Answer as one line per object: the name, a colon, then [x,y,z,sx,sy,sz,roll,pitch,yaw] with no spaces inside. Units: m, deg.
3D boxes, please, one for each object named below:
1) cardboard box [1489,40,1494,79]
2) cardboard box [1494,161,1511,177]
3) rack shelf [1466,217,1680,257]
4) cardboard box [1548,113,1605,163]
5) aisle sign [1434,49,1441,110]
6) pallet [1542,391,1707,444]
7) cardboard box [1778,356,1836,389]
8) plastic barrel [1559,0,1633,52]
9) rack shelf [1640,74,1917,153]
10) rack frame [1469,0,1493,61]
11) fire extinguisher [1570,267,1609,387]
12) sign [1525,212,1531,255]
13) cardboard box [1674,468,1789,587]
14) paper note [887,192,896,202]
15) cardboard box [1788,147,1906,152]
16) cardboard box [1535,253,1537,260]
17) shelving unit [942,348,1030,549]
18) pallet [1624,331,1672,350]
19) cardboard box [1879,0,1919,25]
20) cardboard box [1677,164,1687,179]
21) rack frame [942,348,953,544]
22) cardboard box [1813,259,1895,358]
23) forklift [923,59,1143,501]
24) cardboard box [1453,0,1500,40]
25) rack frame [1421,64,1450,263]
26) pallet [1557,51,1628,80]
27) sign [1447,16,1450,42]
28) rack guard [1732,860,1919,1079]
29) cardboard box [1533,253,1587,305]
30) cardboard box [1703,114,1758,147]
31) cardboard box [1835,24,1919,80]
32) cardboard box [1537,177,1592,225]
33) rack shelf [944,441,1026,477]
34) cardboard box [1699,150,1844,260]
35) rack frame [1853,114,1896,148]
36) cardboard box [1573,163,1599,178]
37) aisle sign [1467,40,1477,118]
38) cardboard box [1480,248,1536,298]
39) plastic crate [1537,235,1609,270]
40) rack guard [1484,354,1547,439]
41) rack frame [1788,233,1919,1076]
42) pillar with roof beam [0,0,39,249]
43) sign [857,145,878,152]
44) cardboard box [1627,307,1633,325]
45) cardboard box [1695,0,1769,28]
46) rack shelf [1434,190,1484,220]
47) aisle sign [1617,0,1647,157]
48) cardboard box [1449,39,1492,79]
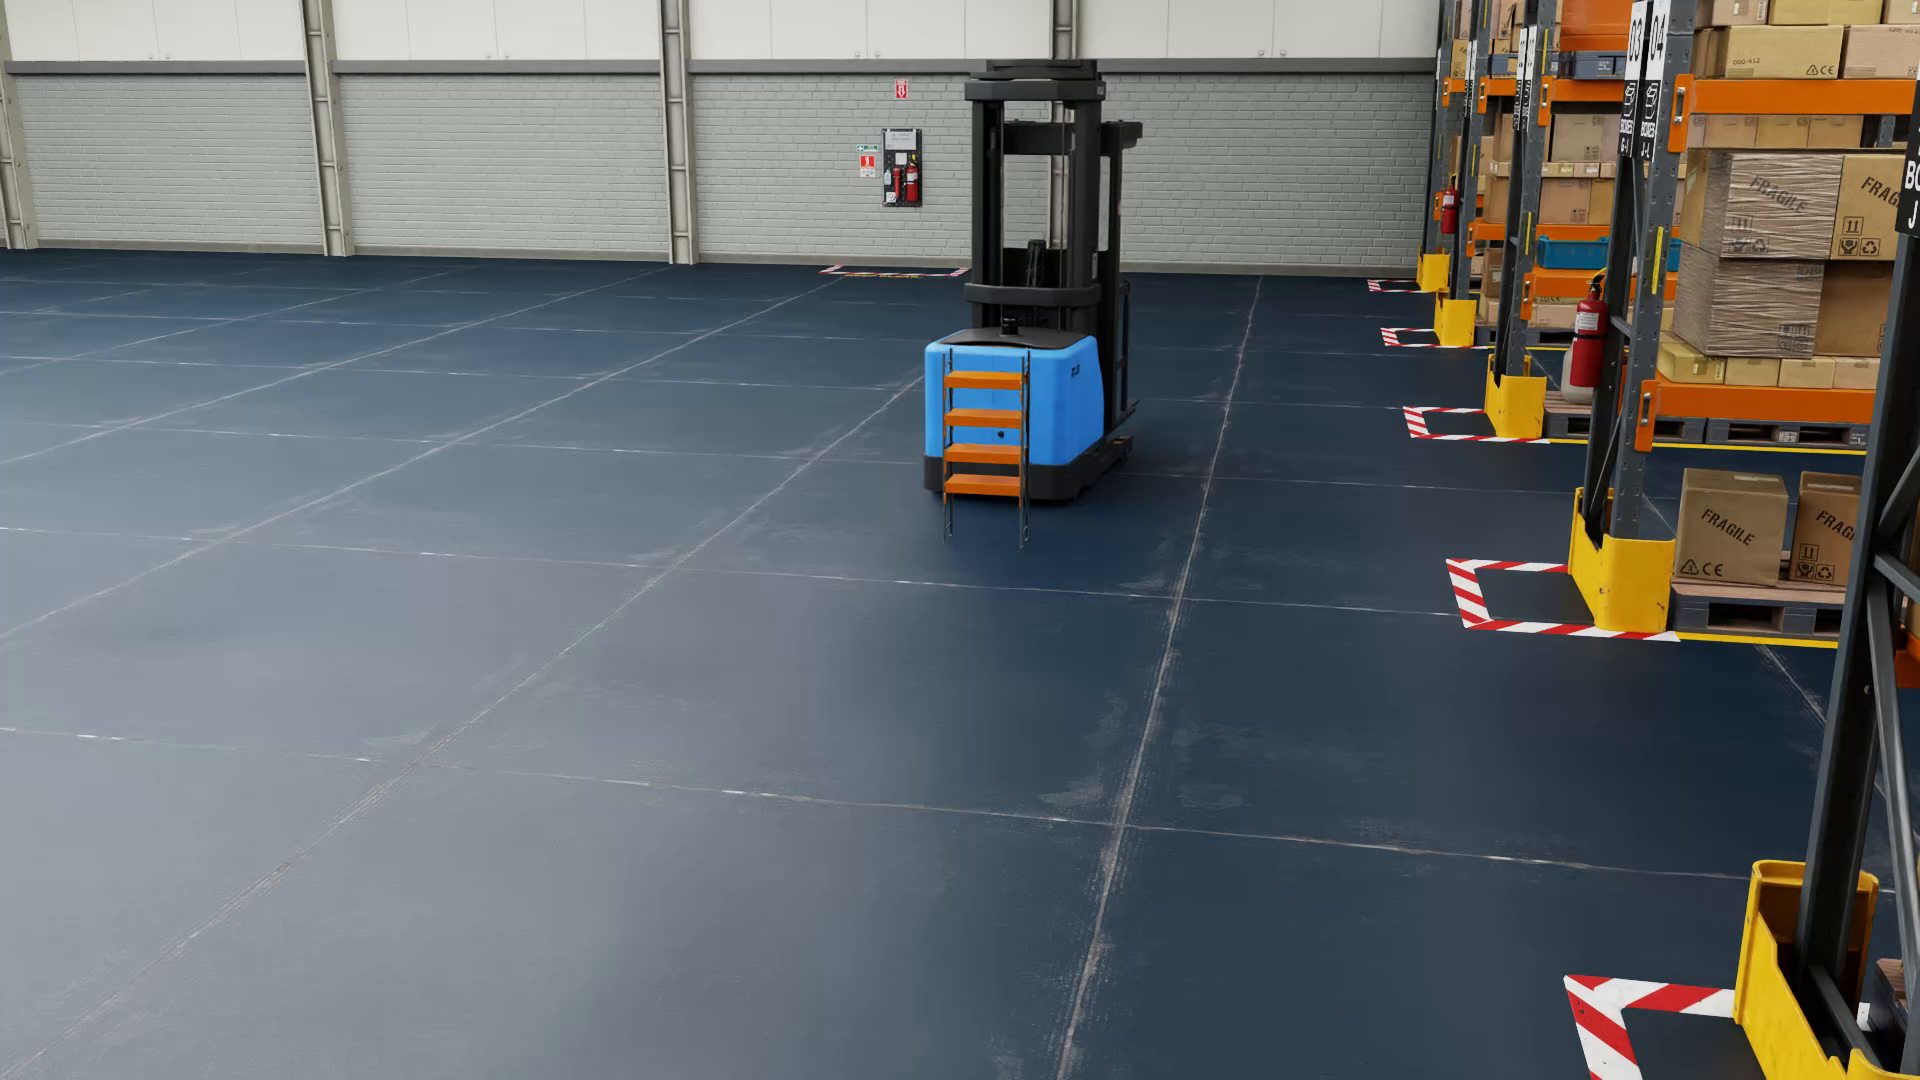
cardboard box: [6.999,-6.552,22.681,0.500,0.500,0.500,4,16,15]
cardboard box: [5.897,-3.992,17.881,0.250,0.149,0.380,3,16,11]
rack shelf: [7.516,-3.255,17.972,4.000,0.370,1.077,3,16,11]
cardboard box: [6.579,-4.324,17.865,0.500,0.500,0.700,3,16,10]
aisle sign: [6.409,-6.182,22.322,0.004,0.787,0.394,3,16,11]
pallet: [5.444,-1.032,13.823,1.213,0.211,1.003,3,16,11]
cardboard box: [4.293,-0.883,8.530,0.250,0.149,0.380,3,16,11]
plastic barrel: [5.066,-4.275,13.095,0.708,0.830,0.600,3,16,11]
rack shelf: [5.538,-2.109,8.217,4.000,0.370,1.077,3,16,11]
rack frame: [5.556,-6.599,17.459,0.127,3.000,1.000,3,16,11]
fire extinguisher: [3.558,-1.206,9.373,0.183,0.674,0.296,3,16,11]
sign: [4.451,-2.402,13.027,0.005,0.325,0.100,3,16,11]
cardboard box: [4.187,-0.077,9.047,0.500,0.500,0.500,6,17,21]
paper note: [-1.056,-5.257,25.501,0.142,0.148,0.016,3,16,11]
cardboard box: [4.657,-1.801,8.756,0.500,0.500,0.500,3,16,11]
cardboard box: [7.758,-3.830,22.911,0.500,0.311,0.500,4,16,16]
shelving unit: [0.162,-0.569,10.300,0.503,1.200,0.258,3,16,11]
pallet: [7.505,-2.269,18.288,1.213,0.211,1.003,3,16,11]
cardboard box: [4.561,-2.554,8.007,0.250,0.149,0.380,4,16,13]
cardboard box: [7.661,-3.896,17.535,0.250,0.149,0.380,4,16,13]
rack frame: [-0.077,-0.582,10.347,0.015,1.200,0.240,3,16,11]
cardboard box: [4.625,-1.277,8.738,0.500,0.500,0.875,3,16,11]
forklift: [0.700,-2.029,12.327,1.130,2.935,3.031,5,16,18]
cardboard box: [6.868,-6.905,22.085,0.500,0.500,0.500,2,16,7]
rack frame: [6.539,-5.004,22.939,0.127,3.000,1.000,3,16,11]
pallet: [5.356,-3.698,12.956,1.213,0.211,1.003,3,16,11]
sign: [6.431,-6.729,21.909,0.005,0.325,0.100,3,16,11]
rack guard: [2.467,1.379,4.579,0.348,0.500,1.175,3,16,11]
cardboard box: [6.527,-2.834,18.063,0.500,0.500,0.500,3,16,11]
cardboard box: [8.053,-4.244,17.577,0.500,0.500,0.700,3,16,11]
cardboard box: [4.505,-2.371,8.095,0.500,0.250,0.500,3,16,10]
cardboard box: [6.526,-3.701,18.048,0.500,0.500,0.700,4,16,13]
rack shelf: [0.162,-0.505,10.318,0.480,0.148,0.258,3,16,11]
cardboard box: [4.063,-1.690,8.355,0.500,0.500,0.500,3,16,11]
rack frame: [9.475,-3.495,17.491,0.127,3.000,1.000,3,16,11]
cardboard box: [6.648,-3.951,17.733,0.250,0.149,0.380,3,16,10]
aisle sign: [5.430,-4.884,17.636,0.004,0.787,0.394,3,16,11]
cardboard box: [6.141,-2.996,18.649,0.500,0.500,0.500,3,16,11]
plastic crate: [5.115,-2.393,13.789,0.616,0.251,0.499,3,16,11]
rack guard: [4.649,-1.216,13.946,0.348,0.500,1.175,3,16,11]
rack frame: [2.491,0.175,4.240,0.127,3.000,1.000,3,16,11]
pillar with roof beam: [-16.979,-8.235,23.364,0.400,9.000,9.100,3,16,11]
sign: [-1.415,-5.980,25.403,0.331,0.109,0.001,3,16,11]
cardboard box: [7.017,-2.446,18.069,0.500,0.250,0.500,3,16,11]
cardboard box: [3.802,-2.607,8.200,0.250,0.149,0.380,3,16,11]
rack shelf: [8.499,-4.551,22.650,4.000,0.370,1.077,3,16,11]
aisle sign: [3.577,-2.451,8.853,0.004,0.787,0.394,3,16,11]
cardboard box: [6.817,-6.424,22.222,0.500,0.500,0.500,4,16,13]
